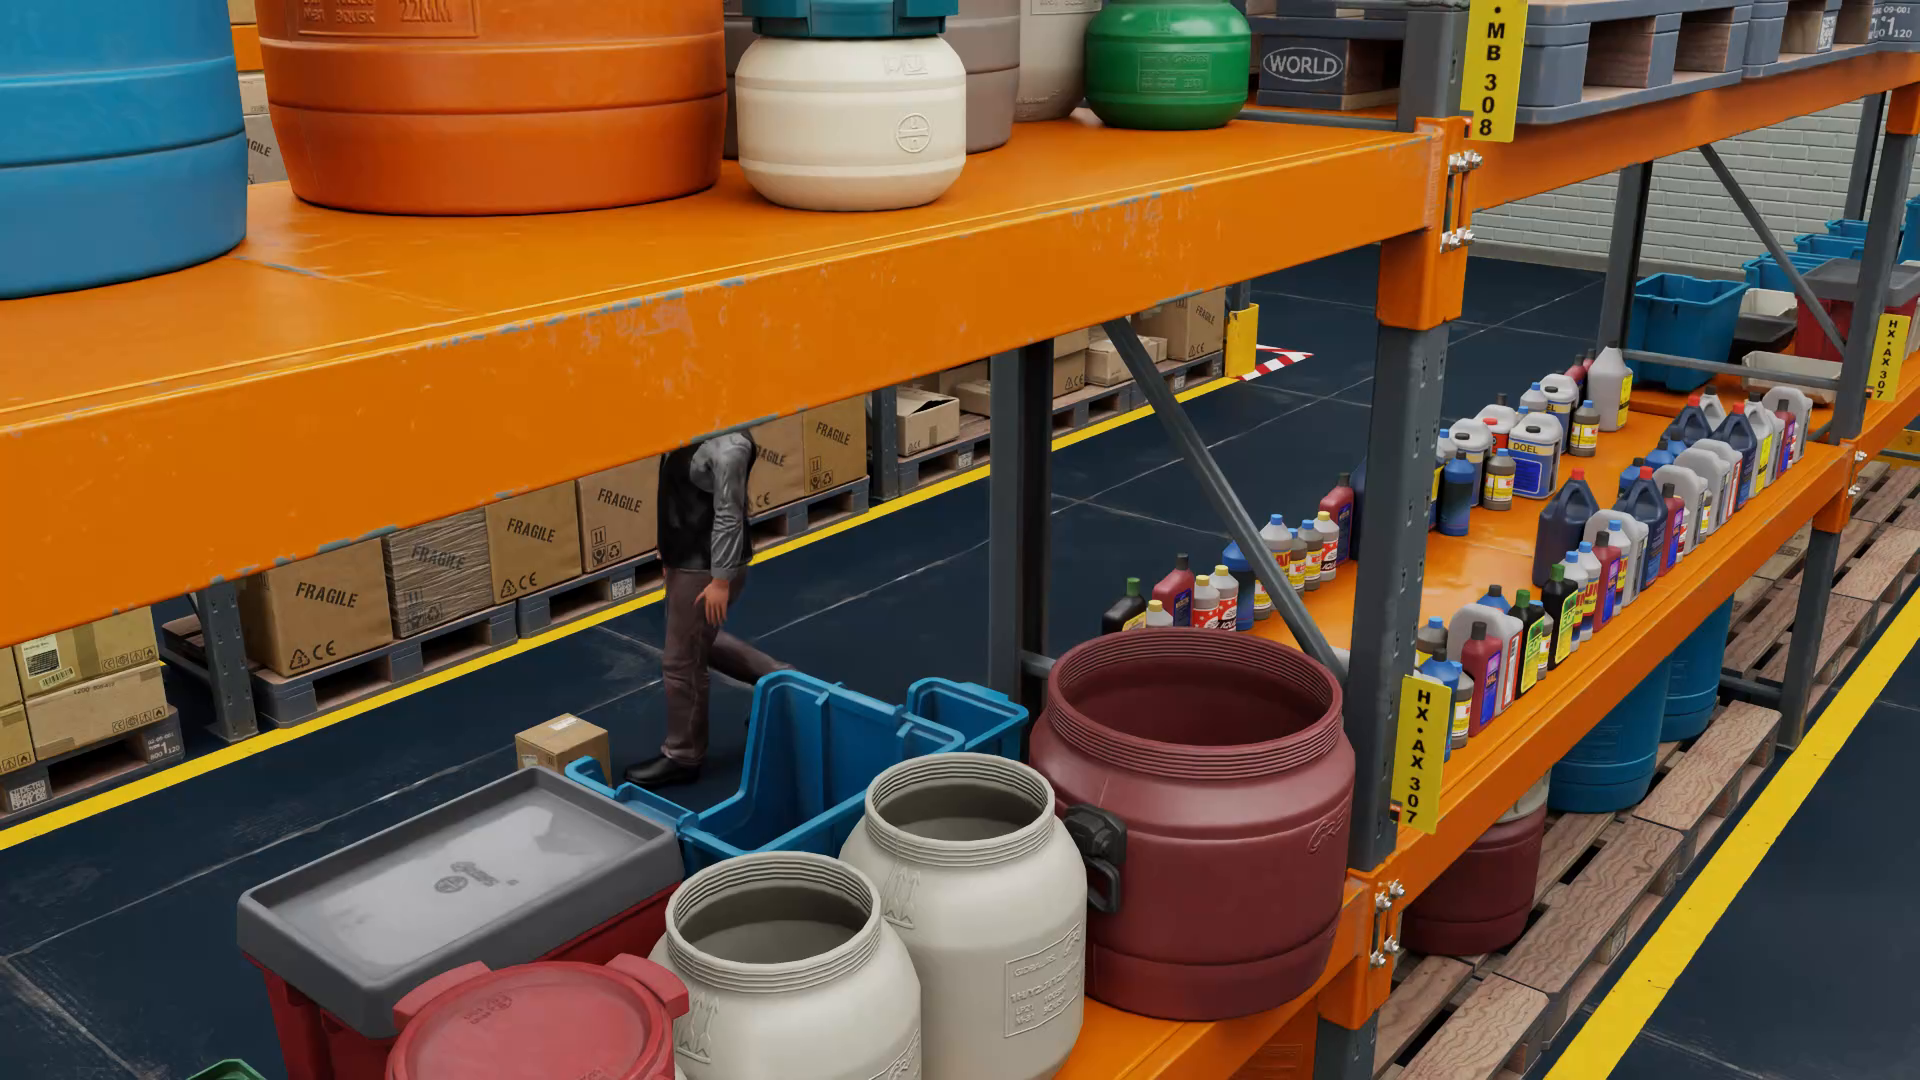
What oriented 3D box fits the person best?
[{"bbox_3d":[-0.974,0.086,6.371,0.753,1.707,0.555,-5,21,-14],"label":"person"}]
